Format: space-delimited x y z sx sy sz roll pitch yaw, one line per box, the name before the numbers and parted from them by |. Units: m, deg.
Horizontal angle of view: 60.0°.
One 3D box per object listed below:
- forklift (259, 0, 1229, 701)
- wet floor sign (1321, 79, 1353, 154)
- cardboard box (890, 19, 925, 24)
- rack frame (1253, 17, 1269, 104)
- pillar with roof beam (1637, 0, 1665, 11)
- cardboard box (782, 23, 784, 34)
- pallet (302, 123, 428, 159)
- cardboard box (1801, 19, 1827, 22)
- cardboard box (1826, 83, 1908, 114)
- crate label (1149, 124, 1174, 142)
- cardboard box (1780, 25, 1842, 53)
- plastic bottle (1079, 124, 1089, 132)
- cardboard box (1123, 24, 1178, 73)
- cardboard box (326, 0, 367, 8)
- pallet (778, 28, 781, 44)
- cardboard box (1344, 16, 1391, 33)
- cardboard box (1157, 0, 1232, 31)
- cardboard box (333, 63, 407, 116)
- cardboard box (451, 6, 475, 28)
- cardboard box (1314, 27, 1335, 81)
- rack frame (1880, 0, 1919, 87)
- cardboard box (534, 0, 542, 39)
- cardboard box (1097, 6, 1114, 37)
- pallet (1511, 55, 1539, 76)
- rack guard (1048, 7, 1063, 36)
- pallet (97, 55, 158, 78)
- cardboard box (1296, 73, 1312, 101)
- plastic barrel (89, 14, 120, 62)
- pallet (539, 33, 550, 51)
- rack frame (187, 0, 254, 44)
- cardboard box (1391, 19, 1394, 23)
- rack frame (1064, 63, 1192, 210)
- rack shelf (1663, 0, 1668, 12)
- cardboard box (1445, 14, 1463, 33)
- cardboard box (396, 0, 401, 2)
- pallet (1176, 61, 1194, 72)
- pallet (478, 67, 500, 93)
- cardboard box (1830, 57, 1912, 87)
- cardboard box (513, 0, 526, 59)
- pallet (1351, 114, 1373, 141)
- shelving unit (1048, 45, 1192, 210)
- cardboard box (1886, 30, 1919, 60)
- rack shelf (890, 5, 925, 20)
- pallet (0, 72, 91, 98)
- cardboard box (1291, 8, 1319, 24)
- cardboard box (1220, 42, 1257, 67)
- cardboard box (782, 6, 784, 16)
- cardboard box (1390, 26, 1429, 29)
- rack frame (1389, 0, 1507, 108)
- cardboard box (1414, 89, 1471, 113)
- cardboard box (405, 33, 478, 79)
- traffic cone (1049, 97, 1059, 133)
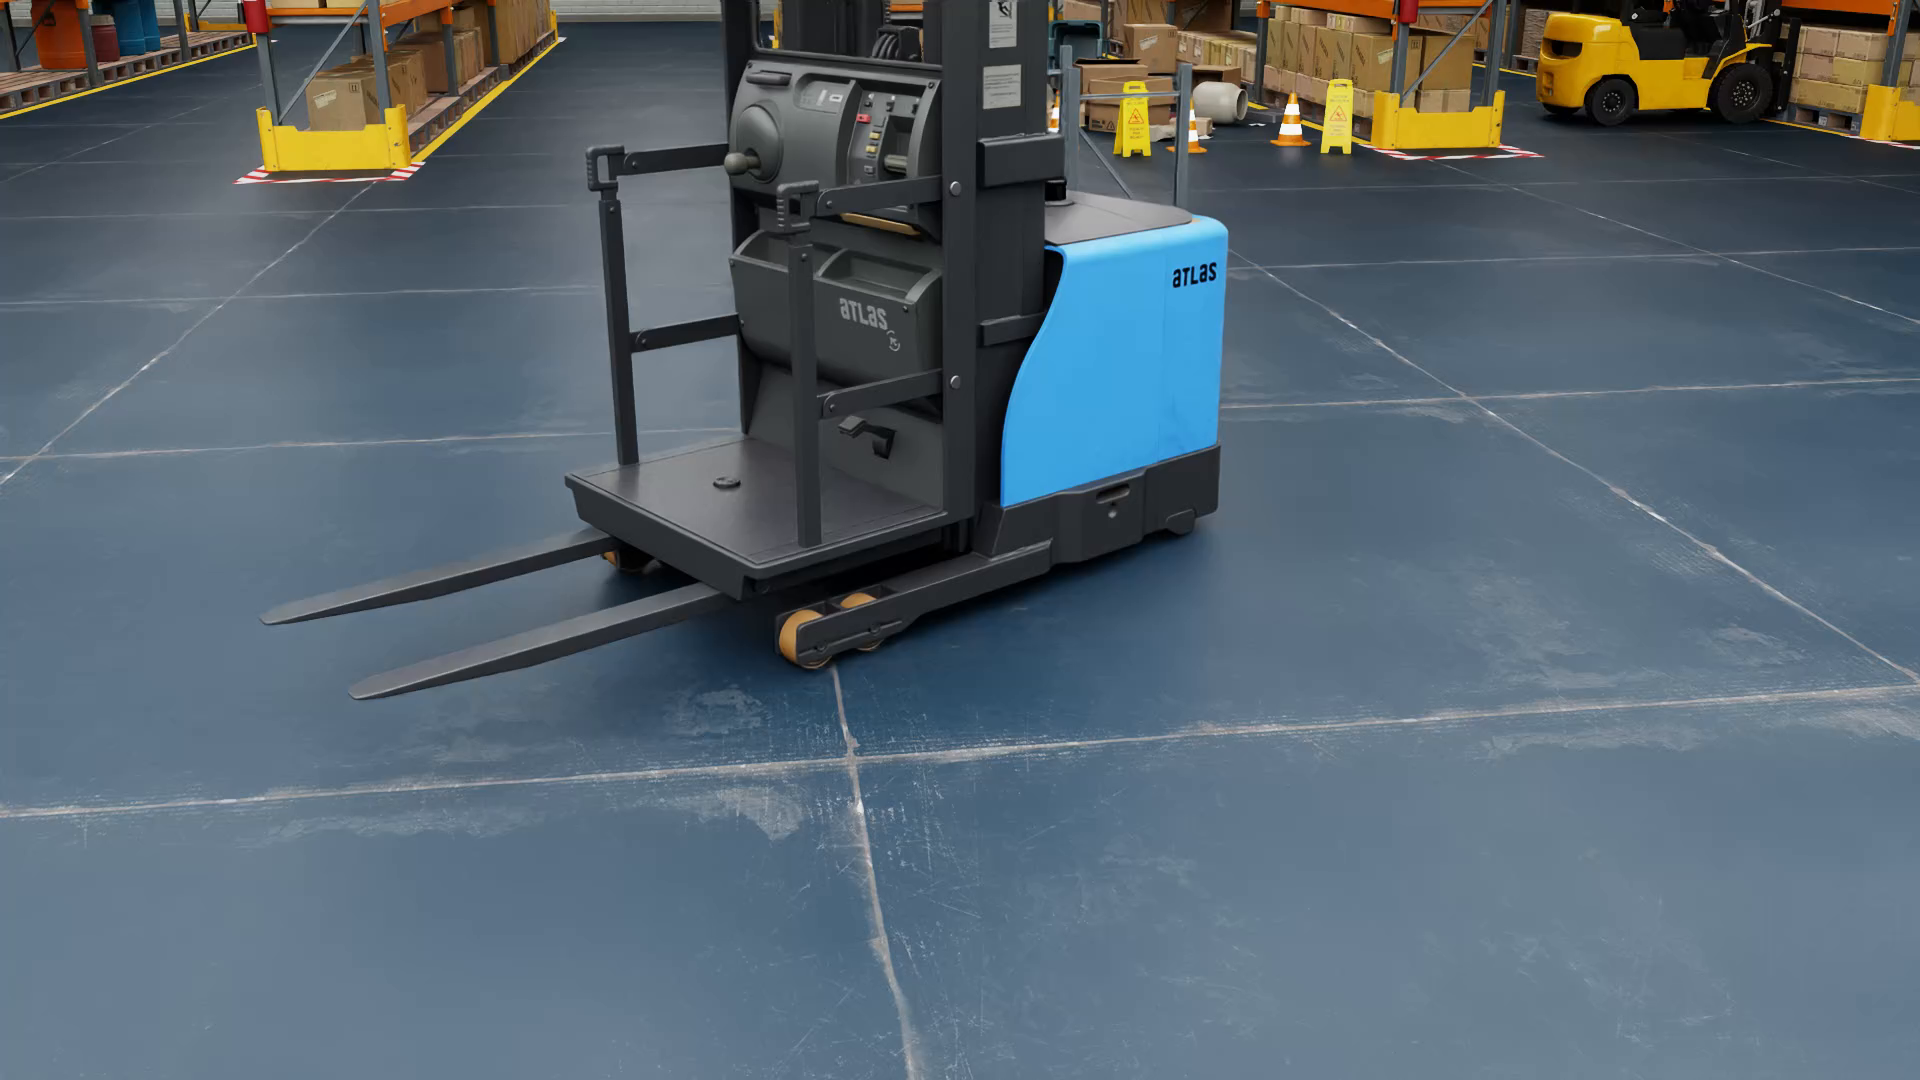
forklift | -0.543 -1.212 4.773 3.031 2.935 1.130 -17 26 -38
wet floor sign | 3.446 -3.865 15.141 0.267 0.644 0.232 4 21 11
cardboard box | -0.699 -4.540 16.021 0.875 0.875 0.875 -3 21 -9
rack frame | 3.900 -6.472 18.758 1.000 3.000 0.127 -3 21 -8
pillar with roof beam | 5.055 -10.296 20.422 9.100 9.000 0.400 -3 21 -8
cardboard box | -2.784 -8.566 27.837 0.380 0.149 0.250 -4 21 -10
pallet | -5.423 -3.590 15.028 1.003 0.211 1.213 -3 21 -8
cardboard box | 9.222 -5.590 18.296 0.500 0.250 0.500 -3 21 -7
cardboard box | 9.008 -4.394 16.524 0.500 0.250 0.500 -3 21 -7
crate label | 1.914 -3.925 16.030 0.250 0.136 0.298 -15 25 -35
cardboard box | 8.851 -5.210 17.280 0.500 0.250 0.500 -3 21 -7
plastic bottle | 1.171 -4.155 16.753 0.133 0.061 0.283 -11 23 -26
cardboard box | 2.143 -5.556 18.794 0.500 0.500 0.500 -3 21 -8
cardboard box | -5.135 -4.580 14.052 0.380 0.149 0.250 -3 21 -8
pallet | -2.620 -8.727 28.779 1.003 0.211 1.213 -3 21 -8
cardboard box | 3.984 -5.039 16.251 0.380 0.149 0.250 -2 21 -6
cardboard box | 3.306 -7.302 23.416 0.875 0.875 0.875 -3 21 -8
cardboard box | -5.595 -4.253 15.789 0.500 0.500 0.500 -1 21 -3
cardboard box | -6.356 -6.513 20.740 0.500 0.250 0.500 -2 21 -6
cardboard box | 3.959 -4.967 16.986 0.500 0.500 0.500 -3 21 -9
rack frame | 9.388 -5.339 15.723 1.000 3.000 0.127 -3 21 -8
cardboard box | -7.205 -8.488 26.591 0.875 0.875 0.875 -3 21 -8
cardboard box | 2.763 -8.461 27.145 0.875 0.438 0.875 -3 21 -9
pallet | 8.315 -6.515 22.859 1.003 0.211 1.213 -3 21 -8
rack guard | 2.167 -9.464 30.341 1.175 0.500 0.348 -3 21 -8
pallet | -11.711 -6.493 22.800 1.003 0.211 1.213 -3 21 -8
cardboard box | 3.885 -4.795 17.597 0.500 0.250 0.500 -3 21 -8
plastic barrel | -11.634 -6.734 22.305 0.600 0.588 0.708 -3 21 -8
pallet | -7.271 -8.126 27.172 1.003 0.211 1.213 -3 21 -8
rack frame | -12.537 -9.877 27.875 1.000 3.000 0.127 -3 21 -8
cardboard box | 7.236 -8.711 28.060 0.396 0.266 0.258 -2 21 -6
rack frame | 0.618 -1.020 6.304 0.500 1.500 0.032 -8 22 -21
rack shelf | 8.523 -7.079 21.411 1.077 0.370 4.000 -3 21 -8
cardboard box | 7.728 -7.804 25.295 0.500 0.500 0.500 -4 21 -10
cardboard box | -5.259 -4.928 14.982 0.380 0.149 0.250 -3 21 -8
pallet | 3.435 -6.280 22.229 1.003 0.211 1.213 -3 21 -8
pallet | -6.372 -5.780 20.891 1.003 0.211 1.213 -3 21 -8
cardboard box | 9.009 -4.634 16.453 0.500 0.250 0.500 -3 21 -8
cardboard box | -6.683 -7.108 22.896 1.225 0.875 0.875 -3 21 -8
pallet | 4.384 -4.090 16.366 1.003 0.211 1.213 -3 21 -8
shelving unit | 0.427 -1.185 6.745 0.538 1.500 1.048 -8 22 -21
cardboard box | 9.506 -4.892 16.427 0.500 0.250 0.500 -3 21 -9
rack shelf | -0.695 -5.158 16.267 1.077 0.370 4.000 -3 21 -8
pallet | -11.311 -5.531 20.223 1.003 0.211 1.213 -3 21 -8
cardboard box | 3.753 -5.594 17.737 0.380 0.149 0.250 -2 21 -6
cardboard box | 3.715 -5.868 20.296 0.950 0.372 0.625 -2 21 -4
cardboard box | -2.706 -8.655 27.227 0.380 0.149 0.250 -4 21 -10
cardboard box | 4.486 -5.003 17.083 0.500 0.500 0.500 -3 21 -7
rack frame | 4.477 -5.087 15.050 1.000 3.000 0.127 -3 21 -8
cardboard box | 4.634 -4.289 16.242 0.500 0.250 0.500 -3 21 -8
cardboard box | -6.185 -5.774 19.832 0.700 0.500 0.500 -1 21 -3
traffic cone | 0.922 -3.870 15.415 0.336 0.463 0.334 -3 21 -8
